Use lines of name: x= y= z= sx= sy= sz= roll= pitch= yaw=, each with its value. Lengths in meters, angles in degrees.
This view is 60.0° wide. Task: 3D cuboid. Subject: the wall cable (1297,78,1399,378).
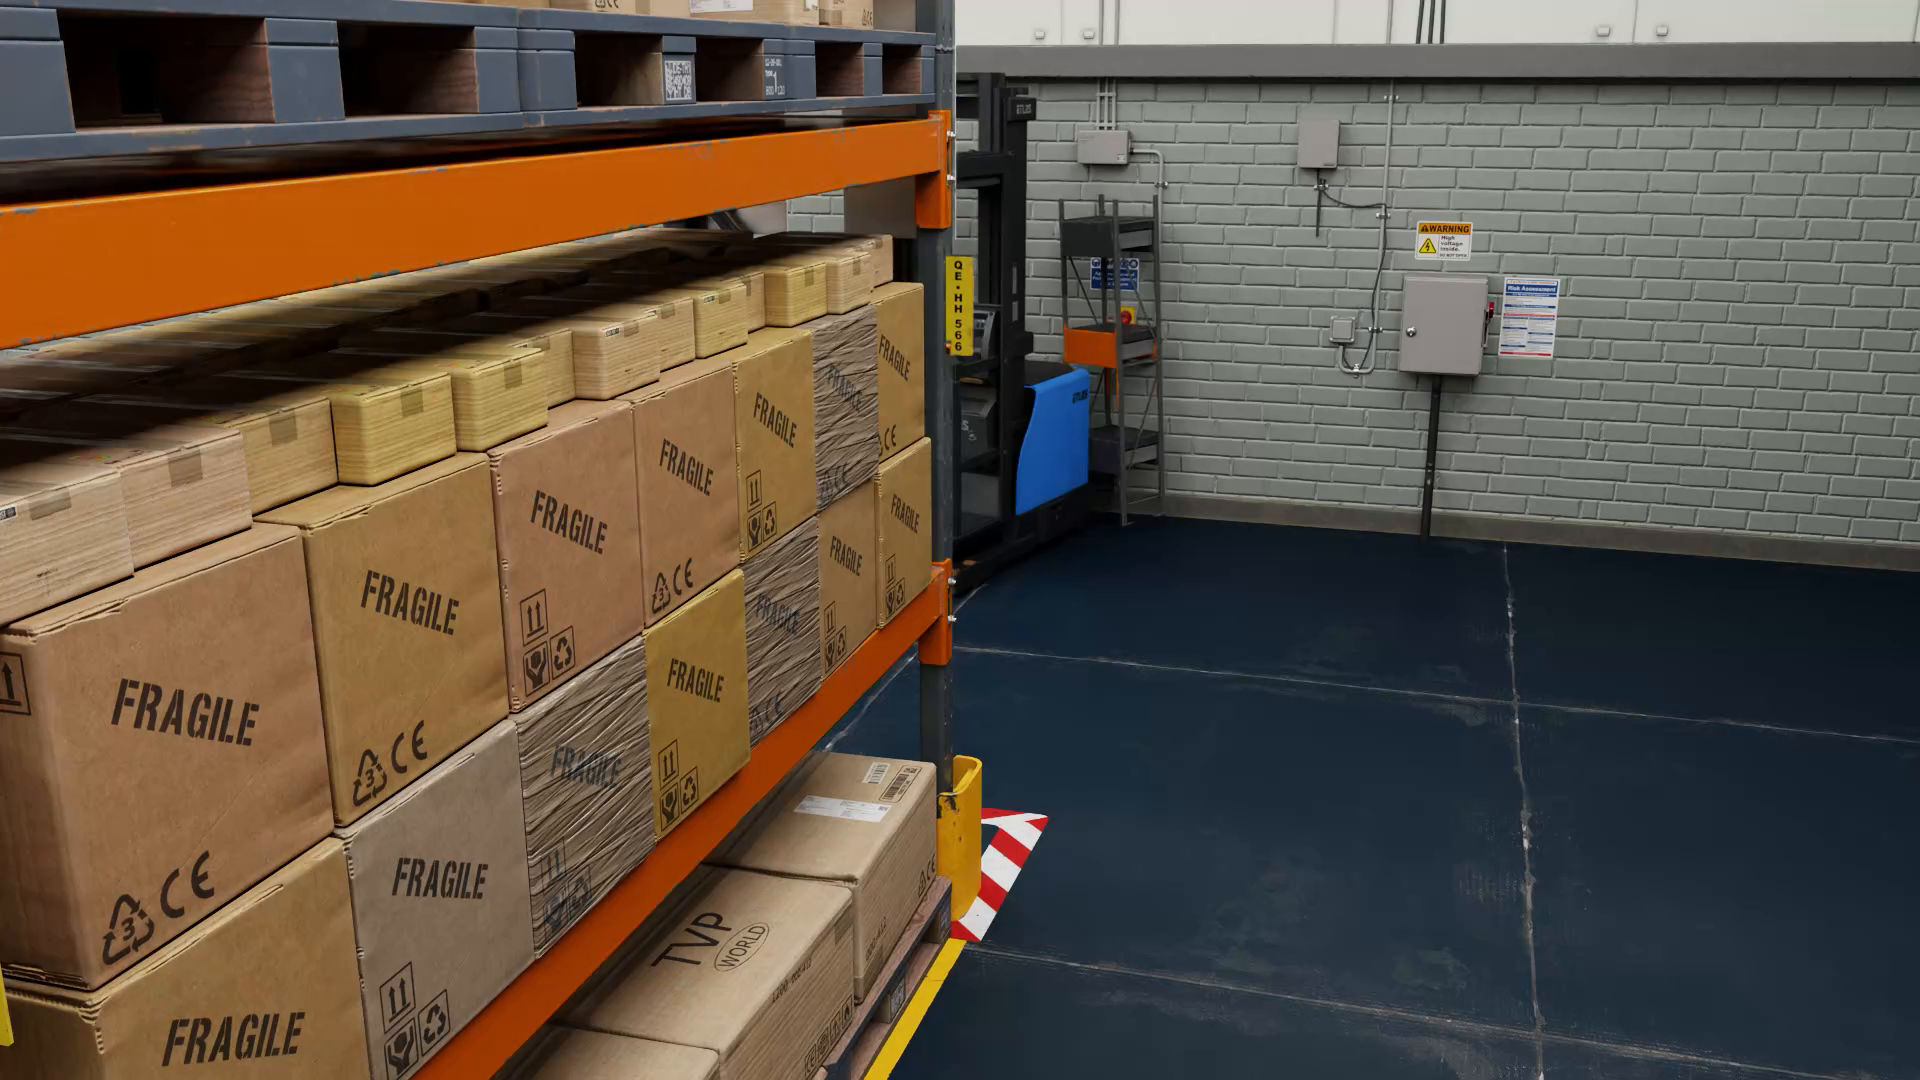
wall cable: x=2.423 y=-2.006 z=10.544 sx=0.588 sy=1.984 sz=0.122 roll=5 pitch=16 yaw=16

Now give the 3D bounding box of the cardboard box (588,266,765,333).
cardboard box: x=-0.726 y=-0.611 z=4.283 sx=0.380 sy=0.149 sz=0.250 roll=4 pitch=16 yaw=15

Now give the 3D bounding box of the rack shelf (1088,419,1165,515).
rack shelf: x=1.041 y=-0.494 z=11.094 sx=0.431 sy=0.518 sz=0.480 roll=-15 pitch=19 yaw=-38

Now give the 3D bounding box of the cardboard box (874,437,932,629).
cardboard box: x=-0.404 y=-0.049 z=5.321 sx=0.500 sy=0.500 sz=0.500 roll=5 pitch=17 yaw=16

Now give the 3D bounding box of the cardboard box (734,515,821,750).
cardboard box: x=-0.698 y=0.217 z=4.386 sx=0.500 sy=0.500 sz=0.500 roll=5 pitch=17 yaw=17

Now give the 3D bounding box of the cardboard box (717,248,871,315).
cardboard box: x=-0.472 y=-0.737 z=4.726 sx=0.380 sy=0.149 sz=0.250 roll=4 pitch=16 yaw=15

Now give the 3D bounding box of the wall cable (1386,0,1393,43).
wall cable: x=1.546 y=-4.485 z=10.149 sx=2.355 sy=3.000 sz=0.029 roll=5 pitch=16 yaw=16

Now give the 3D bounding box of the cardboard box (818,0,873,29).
cardboard box: x=-0.562 y=-1.644 z=4.953 sx=0.500 sy=0.250 sz=0.500 roll=3 pitch=16 yaw=11

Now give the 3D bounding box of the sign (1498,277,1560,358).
sign: x=3.564 y=-1.394 z=10.420 sx=0.329 sy=0.494 sz=0.001 roll=5 pitch=16 yaw=16

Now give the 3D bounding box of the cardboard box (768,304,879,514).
cardboard box: x=-0.550 y=-0.393 z=4.702 sx=0.500 sy=0.500 sz=0.500 roll=5 pitch=16 yaw=16

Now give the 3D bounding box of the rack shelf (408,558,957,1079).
rack shelf: x=-1.089 y=0.722 z=4.106 sx=1.077 sy=0.370 sz=4.000 roll=5 pitch=16 yaw=16

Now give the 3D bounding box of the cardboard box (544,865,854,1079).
cardboard box: x=-0.864 y=1.304 z=4.662 sx=0.875 sy=0.438 sz=0.875 roll=5 pitch=17 yaw=17

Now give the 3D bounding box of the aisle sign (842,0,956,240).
aisle sign: x=-0.203 y=-1.393 z=5.479 sx=0.394 sy=0.787 sz=0.004 roll=5 pitch=16 yaw=16

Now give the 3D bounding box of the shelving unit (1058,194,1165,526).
shelving unit: x=1.003 y=-1.184 z=10.913 sx=0.431 sy=2.100 sz=0.503 roll=-15 pitch=19 yaw=-38

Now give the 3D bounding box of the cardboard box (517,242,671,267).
cardboard box: x=-1.077 y=-0.784 z=4.892 sx=0.380 sy=0.149 sz=0.250 roll=5 pitch=17 yaw=18

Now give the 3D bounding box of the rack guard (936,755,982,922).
rack guard: x=-0.514 y=1.049 z=6.216 sx=1.175 sy=0.500 sz=0.348 roll=5 pitch=16 yaw=16

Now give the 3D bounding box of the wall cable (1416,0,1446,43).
wall cable: x=4.206 y=-4.277 z=9.348 sx=2.988 sy=3.039 sz=0.133 roll=5 pitch=16 yaw=16

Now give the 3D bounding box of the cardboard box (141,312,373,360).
cardboard box: x=-1.451 y=-0.377 z=3.457 sx=0.380 sy=0.149 sz=0.250 roll=4 pitch=16 yaw=15

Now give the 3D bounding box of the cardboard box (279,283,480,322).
cardboard box: x=-1.368 y=-0.515 z=3.943 sx=0.380 sy=0.149 sz=0.250 roll=4 pitch=16 yaw=15

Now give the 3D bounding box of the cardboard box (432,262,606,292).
cardboard box: x=-1.158 y=-0.641 z=4.388 sx=0.380 sy=0.149 sz=0.250 roll=5 pitch=17 yaw=16

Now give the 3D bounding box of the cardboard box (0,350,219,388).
cardboard box: x=-1.561 y=-0.240 z=2.975 sx=0.380 sy=0.149 sz=0.250 roll=4 pitch=16 yaw=15

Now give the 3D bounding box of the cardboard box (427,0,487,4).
cardboard box: x=-1.305 y=-1.199 z=2.921 sx=0.797 sy=0.503 sz=0.637 roll=6 pitch=17 yaw=20

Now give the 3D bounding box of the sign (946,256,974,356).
sign: x=-0.004 y=-0.773 z=5.501 sx=0.100 sy=0.325 sz=0.005 roll=5 pitch=16 yaw=16

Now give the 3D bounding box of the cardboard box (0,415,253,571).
cardboard box: x=-1.261 y=-0.073 z=2.385 sx=0.380 sy=0.149 sz=0.250 roll=5 pitch=17 yaw=17

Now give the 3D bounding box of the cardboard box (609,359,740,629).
cardboard box: x=-0.838 y=-0.132 z=3.784 sx=0.500 sy=0.500 sz=0.500 roll=5 pitch=16 yaw=15

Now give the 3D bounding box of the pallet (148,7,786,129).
pallet: x=-1.066 y=-1.033 z=3.639 sx=1.003 sy=0.211 sz=1.213 roll=5 pitch=16 yaw=16

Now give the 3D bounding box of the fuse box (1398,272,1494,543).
fuse box: x=3.032 y=-0.804 z=10.527 sx=0.539 sy=1.711 sz=0.414 roll=5 pitch=16 yaw=16

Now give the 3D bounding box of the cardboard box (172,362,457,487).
cardboard box: x=-1.100 y=-0.203 z=2.845 sx=0.380 sy=0.149 sz=0.250 roll=5 pitch=16 yaw=15

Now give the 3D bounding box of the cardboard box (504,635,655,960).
cardboard box: x=-0.978 y=0.487 z=3.431 sx=0.500 sy=0.500 sz=0.500 roll=5 pitch=17 yaw=16

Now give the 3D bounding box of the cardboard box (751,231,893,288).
cardboard box: x=-0.431 y=-0.879 z=5.228 sx=0.380 sy=0.149 sz=0.250 roll=5 pitch=17 yaw=17

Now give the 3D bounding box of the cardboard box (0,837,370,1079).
cardboard box: x=-1.273 y=0.748 z=2.510 sx=0.500 sy=0.500 sz=0.500 roll=5 pitch=17 yaw=18

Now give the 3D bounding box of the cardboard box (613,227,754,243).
cardboard box: x=-0.887 y=-0.917 z=5.362 sx=0.380 sy=0.149 sz=0.250 roll=5 pitch=17 yaw=17

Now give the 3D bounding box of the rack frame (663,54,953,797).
rack frame: x=-0.521 y=-0.148 z=5.852 sx=1.000 sy=3.000 sz=0.127 roll=5 pitch=16 yaw=16

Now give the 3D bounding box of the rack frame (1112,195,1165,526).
rack frame: x=1.161 y=-1.144 z=10.731 sx=0.400 sy=2.100 sz=0.015 roll=-15 pitch=19 yaw=-38

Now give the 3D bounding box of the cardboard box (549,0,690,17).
cardboard box: x=-0.994 y=-1.410 z=4.017 sx=0.500 sy=0.311 sz=0.500 roll=5 pitch=17 yaw=17

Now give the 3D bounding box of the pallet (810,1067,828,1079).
pallet: x=-1.021 y=1.727 z=4.352 sx=1.003 sy=0.211 sz=1.213 roll=5 pitch=16 yaw=16

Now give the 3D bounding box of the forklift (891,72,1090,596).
forklift: x=-0.316 y=-1.225 z=9.776 sx=1.130 sy=2.935 sz=3.031 roll=9 pitch=18 yaw=29

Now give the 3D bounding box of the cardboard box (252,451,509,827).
cardboard box: x=-1.140 y=0.132 z=2.850 sx=0.500 sy=0.500 sz=0.500 roll=4 pitch=16 yaw=15

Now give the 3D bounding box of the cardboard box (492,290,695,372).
cardboard box: x=-0.833 y=-0.474 z=3.799 sx=0.380 sy=0.149 sz=0.250 roll=5 pitch=17 yaw=18

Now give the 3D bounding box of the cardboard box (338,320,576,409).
cardboard box: x=-1.004 y=-0.343 z=3.336 sx=0.380 sy=0.149 sz=0.250 roll=5 pitch=16 yaw=16
